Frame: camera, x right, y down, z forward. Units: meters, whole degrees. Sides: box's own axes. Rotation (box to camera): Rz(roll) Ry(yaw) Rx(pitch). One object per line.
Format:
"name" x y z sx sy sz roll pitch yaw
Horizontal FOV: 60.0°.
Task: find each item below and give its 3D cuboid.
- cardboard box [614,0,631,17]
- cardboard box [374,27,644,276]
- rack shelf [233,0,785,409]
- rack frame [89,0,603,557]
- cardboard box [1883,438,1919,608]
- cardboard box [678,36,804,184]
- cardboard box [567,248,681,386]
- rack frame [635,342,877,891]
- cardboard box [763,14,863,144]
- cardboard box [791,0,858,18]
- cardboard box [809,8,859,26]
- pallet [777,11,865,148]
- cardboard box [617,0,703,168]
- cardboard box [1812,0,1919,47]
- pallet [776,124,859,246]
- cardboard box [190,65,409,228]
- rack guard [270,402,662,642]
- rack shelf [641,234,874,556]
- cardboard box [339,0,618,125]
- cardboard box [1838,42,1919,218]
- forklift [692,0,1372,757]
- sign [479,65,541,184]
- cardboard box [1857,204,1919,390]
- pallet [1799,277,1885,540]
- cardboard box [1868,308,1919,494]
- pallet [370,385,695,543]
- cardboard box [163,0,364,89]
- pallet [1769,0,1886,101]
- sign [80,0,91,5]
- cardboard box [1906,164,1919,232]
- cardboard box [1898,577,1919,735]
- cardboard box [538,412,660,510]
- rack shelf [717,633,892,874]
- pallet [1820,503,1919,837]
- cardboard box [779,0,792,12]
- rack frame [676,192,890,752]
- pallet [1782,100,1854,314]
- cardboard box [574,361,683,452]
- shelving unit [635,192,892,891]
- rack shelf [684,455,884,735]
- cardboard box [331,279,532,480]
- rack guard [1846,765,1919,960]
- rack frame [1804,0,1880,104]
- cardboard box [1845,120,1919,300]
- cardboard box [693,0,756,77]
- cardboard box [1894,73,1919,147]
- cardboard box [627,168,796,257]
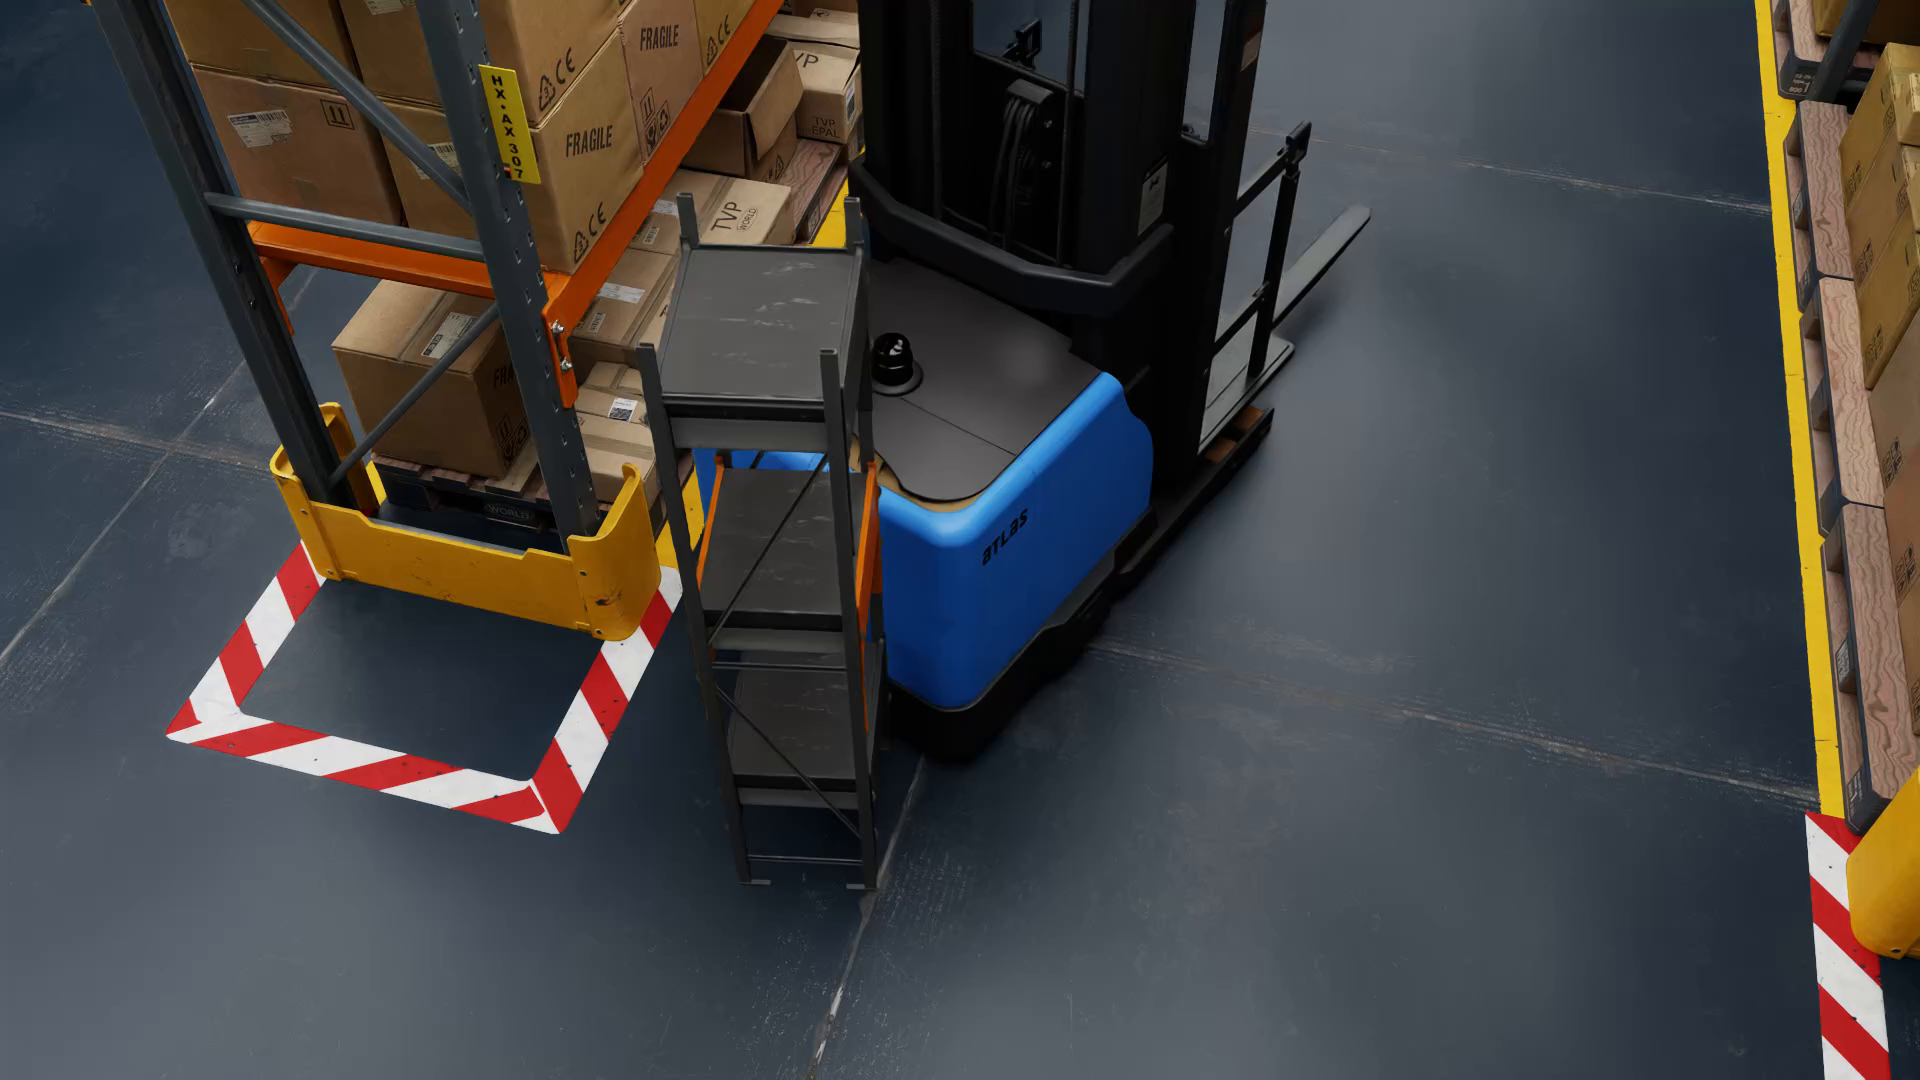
"cardboard box" -1.124 -1.845 4.644 0.500 0.500 0.500 12 50 10
"cardboard box" -1.254 -1.134 4.684 0.500 0.500 0.500 13 50 11
"rack shelf" -1.099 -2.041 6.031 1.077 0.370 4.000 12 50 10
"rack frame" -1.625 -0.832 4.484 1.000 3.000 0.127 12 50 10
"cardboard box" 3.374 -0.057 5.187 0.700 0.500 0.500 11 50 10
"cardboard box" -1.062 -1.685 6.608 0.797 0.503 0.637 12 50 10
"cardboard box" -1.077 -0.767 5.967 0.500 0.250 0.500 12 50 10
"rack frame" -0.442 0.316 4.071 0.400 2.100 0.015 2 49 2
"cardboard box" -0.646 -1.971 6.989 0.500 0.311 0.500 12 50 10
"cardboard box" -0.449 -2.576 7.397 0.500 0.500 0.500 12 50 10
"cardboard box" -0.490 -2.177 7.279 0.380 0.149 0.250 12 50 10
"pallet" -0.754 -2.306 7.645 1.003 0.211 1.213 12 50 10
"cardboard box" -1.123 -1.509 5.014 0.500 0.500 0.500 11 50 10
"cardboard box" 4.253 -2.674 7.263 0.750 0.750 0.750 12 50 10
"pallet" -1.073 -1.421 6.864 1.003 0.211 1.213 12 50 10
"cardboard box" -1.770 -1.243 4.780 0.500 0.500 0.500 13 50 11
"rack guard" -1.605 -0.060 5.470 1.175 0.500 0.348 12 50 10
"rack shelf" -0.429 -0.321 3.717 0.431 0.518 0.480 2 49 2
"cardboard box" -1.254 -1.465 4.309 0.500 0.500 0.500 13 50 11
"cardboard box" 3.912 -1.542 6.497 0.700 0.500 0.500 12 50 11
"forklift" 0.473 -1.374 5.008 1.130 2.935 3.031 29 55 23
"sign" -1.102 -1.012 4.065 0.100 0.325 0.005 12 50 10
"cardboard box" 3.639 -0.808 5.850 0.700 0.500 0.500 13 50 11
"pallet" 3.613 -0.408 5.970 1.003 0.211 1.213 12 50 10
"cardboard box" 3.506 -0.421 5.508 0.700 0.500 0.500 10 49 9
"pallet" -1.396 -0.541 6.087 1.003 0.211 1.213 12 50 10
"cardboard box" -1.773 -1.573 4.404 0.500 0.500 0.500 11 50 10
"pallet" 4.338 -2.401 7.728 1.003 0.211 1.213 12 50 10
"sign" -2.155 -1.444 4.041 0.100 0.325 0.005 12 50 10
"cardboard box" 3.508 -1.167 5.734 0.380 0.149 0.250 10 49 9
"cardboard box" 3.243 0.305 4.868 0.700 0.500 0.500 12 50 10
"cardboard box" -1.183 -0.270 5.595 0.380 0.149 0.250 12 50 10
"rack shelf" -0.429 0.605 4.767 0.431 0.518 0.480 2 49 2
"pallet" 3.290 0.471 5.193 1.003 0.211 1.213 12 50 10
"cardboard box" -0.892 -2.721 7.650 0.500 0.311 0.500 12 50 10
"rack frame" -0.417 -0.049 4.393 0.400 2.100 0.015 2 49 2
"pallet" 3.932 -1.294 6.751 1.003 0.211 1.213 12 50 10
"cardboard box" -1.118 -0.456 5.748 0.380 0.166 0.250 12 50 10
"shelving unit" -0.429 0.133 4.232 0.431 2.100 0.503 2 49 2
"rack shelf" -0.429 0.142 4.242 0.431 0.518 0.480 2 49 2
"cardboard box" -1.720 -0.593 5.646 0.500 0.500 0.500 12 50 10
"rack guard" 3.148 0.987 4.546 1.175 0.500 0.348 12 50 10
"rack frame" 4.208 -2.751 6.177 1.000 3.000 0.127 12 50 10
"cardboard box" 3.776 -1.179 6.177 0.700 0.500 0.500 11 50 10
"cardboard box" -0.988 -1.871 5.334 0.500 0.500 0.500 11 50 10
"cardboard box" 3.646 -1.545 6.067 0.380 0.149 0.250 13 50 11
"cardboard box" -0.945 -1.129 6.286 0.500 0.250 0.500 12 50 10
